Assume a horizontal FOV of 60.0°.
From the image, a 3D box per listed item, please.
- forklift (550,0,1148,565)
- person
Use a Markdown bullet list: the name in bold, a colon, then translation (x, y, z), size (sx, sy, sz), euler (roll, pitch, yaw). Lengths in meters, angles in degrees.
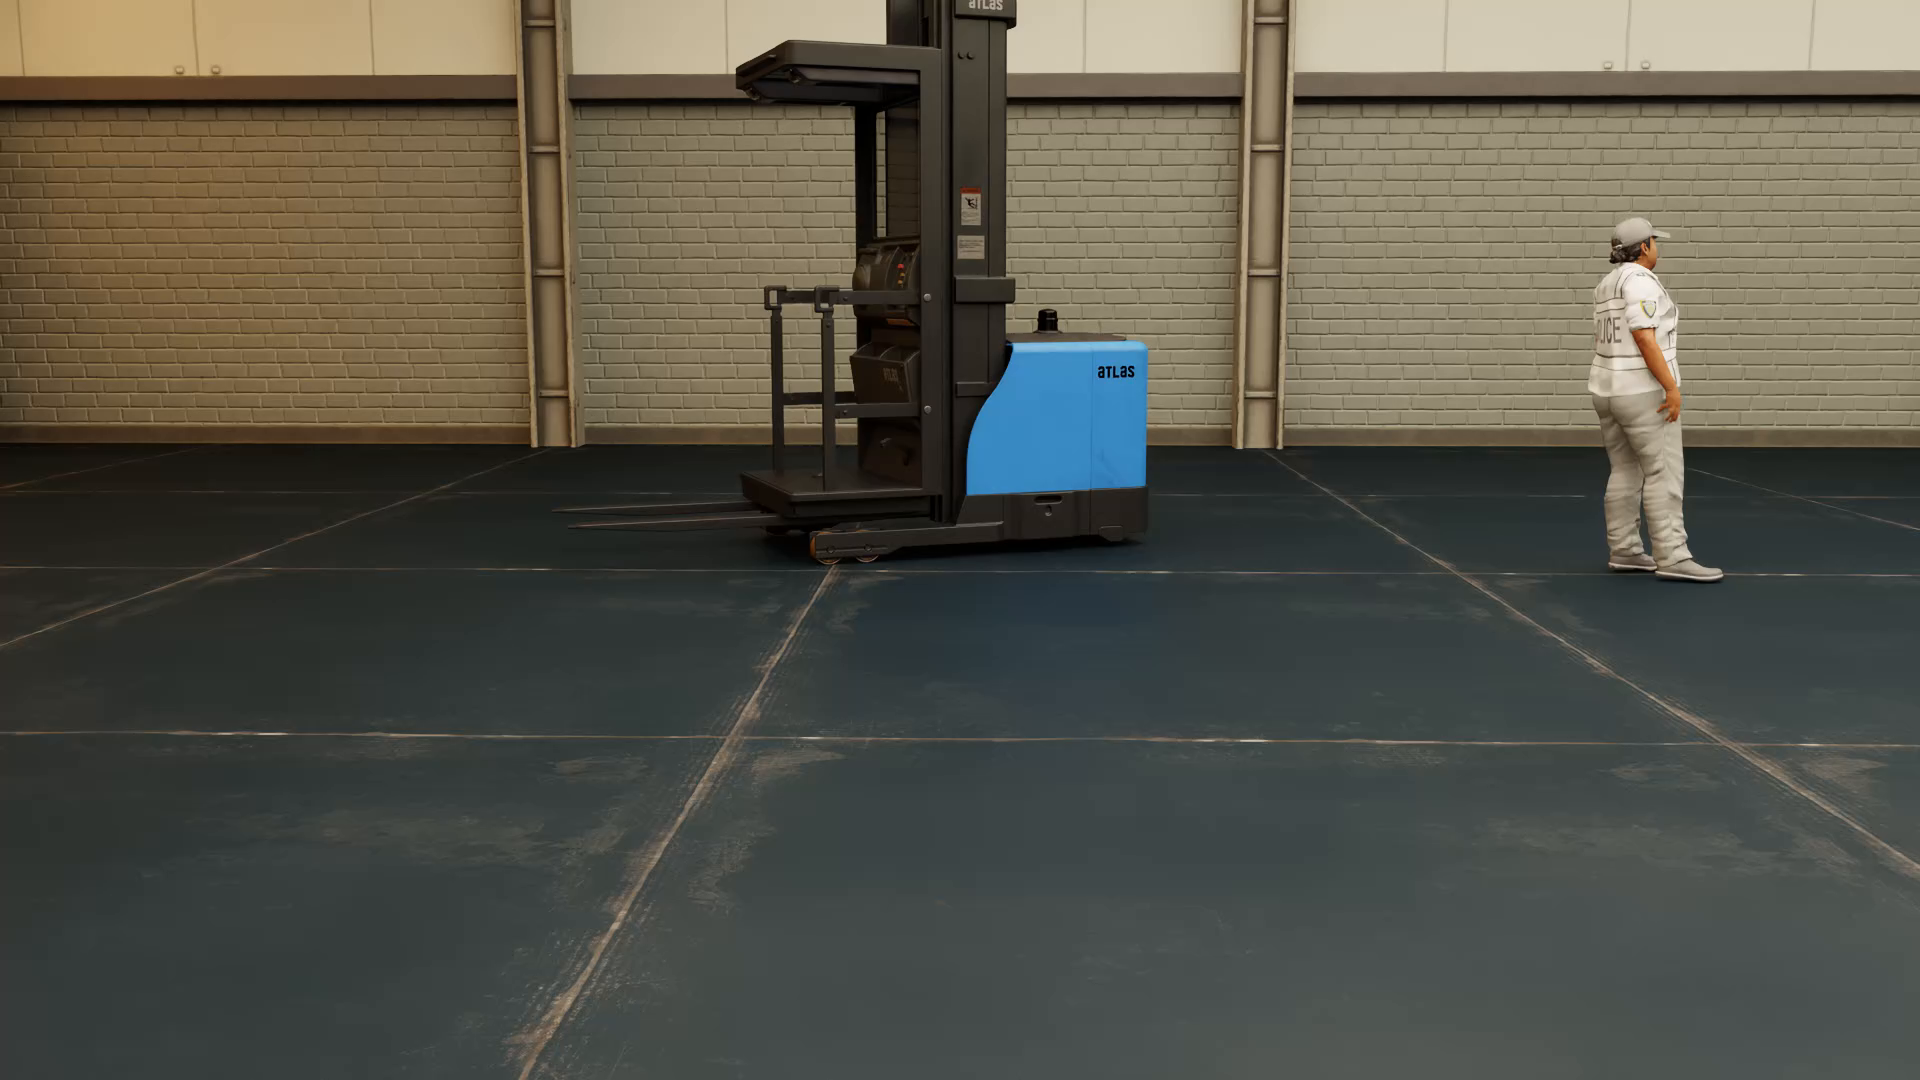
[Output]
- **forklift**: translation (-0.569, -1.416, 8.568), size (3.031, 2.935, 1.130), euler (-3, 9, -20)
- **person**: translation (3.269, -0.673, 7.837), size (0.529, 1.670, 0.598), euler (-1, 9, -4)
